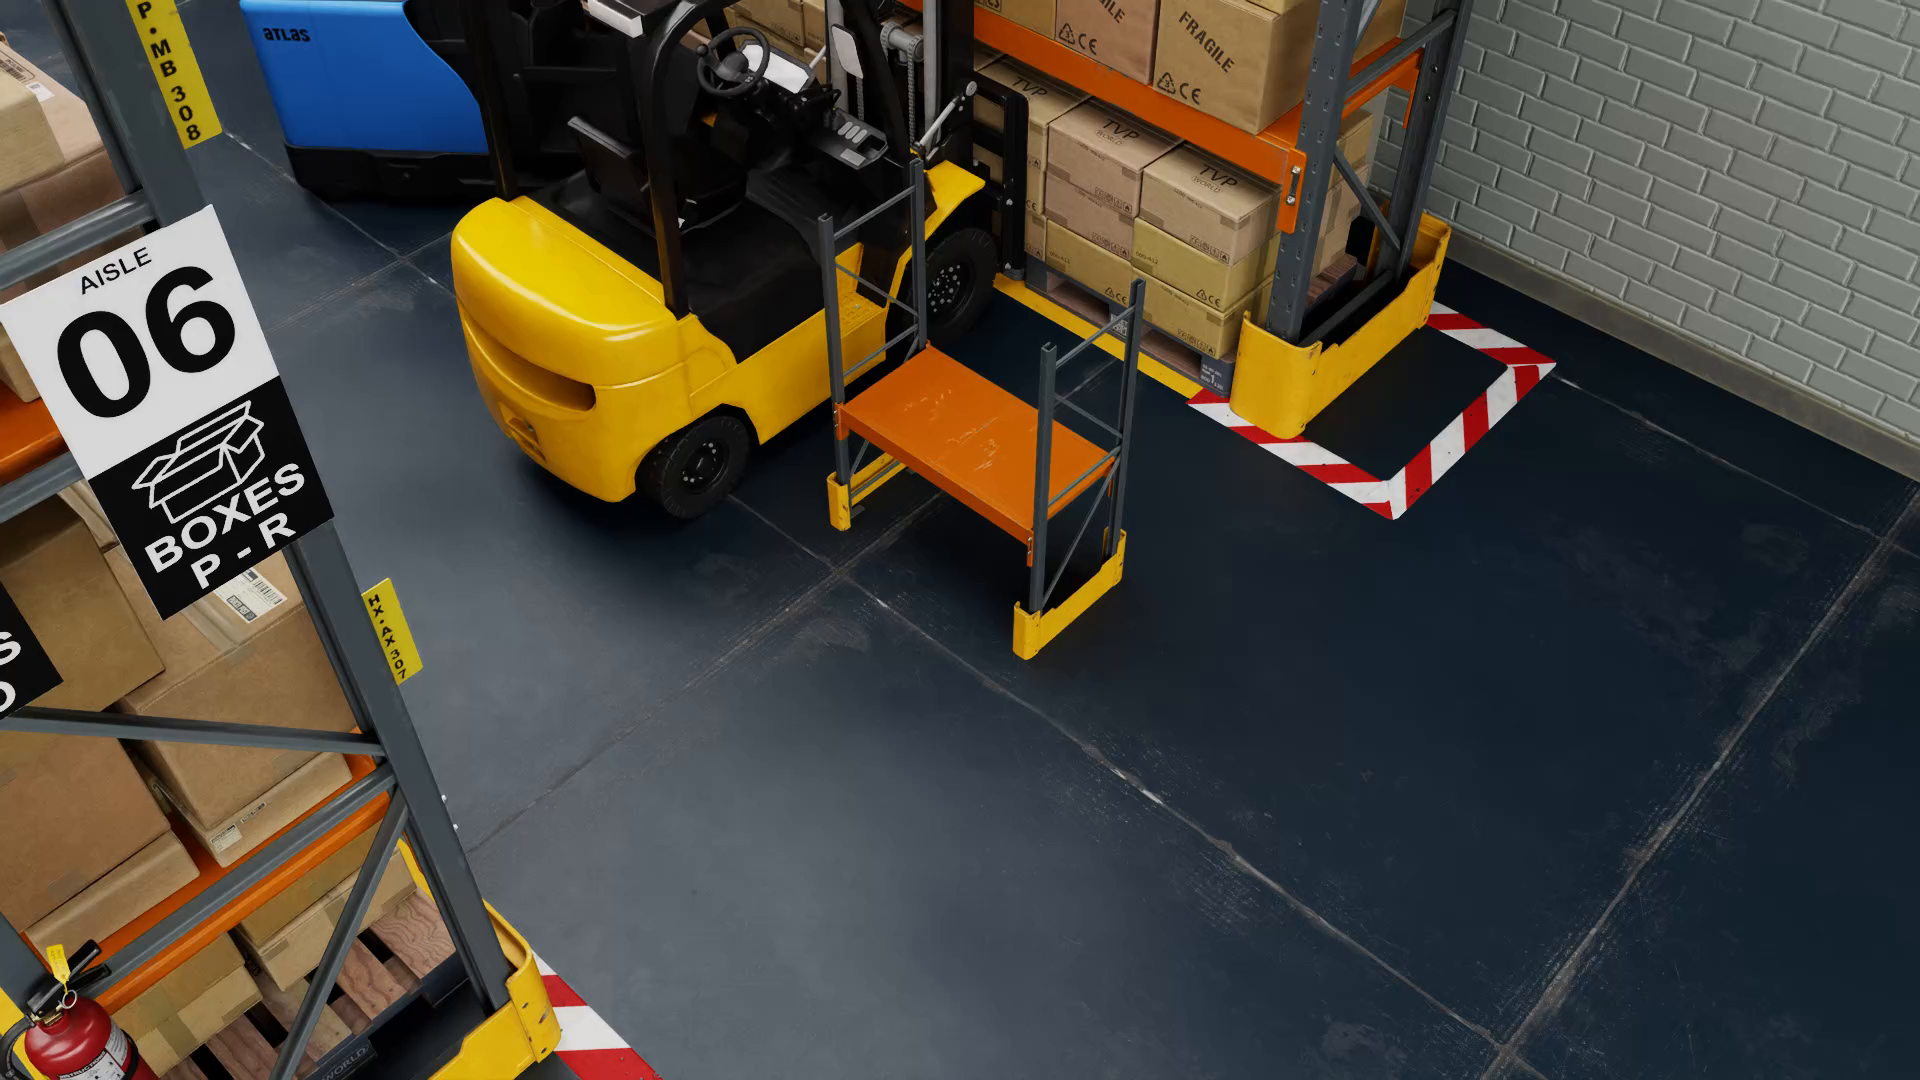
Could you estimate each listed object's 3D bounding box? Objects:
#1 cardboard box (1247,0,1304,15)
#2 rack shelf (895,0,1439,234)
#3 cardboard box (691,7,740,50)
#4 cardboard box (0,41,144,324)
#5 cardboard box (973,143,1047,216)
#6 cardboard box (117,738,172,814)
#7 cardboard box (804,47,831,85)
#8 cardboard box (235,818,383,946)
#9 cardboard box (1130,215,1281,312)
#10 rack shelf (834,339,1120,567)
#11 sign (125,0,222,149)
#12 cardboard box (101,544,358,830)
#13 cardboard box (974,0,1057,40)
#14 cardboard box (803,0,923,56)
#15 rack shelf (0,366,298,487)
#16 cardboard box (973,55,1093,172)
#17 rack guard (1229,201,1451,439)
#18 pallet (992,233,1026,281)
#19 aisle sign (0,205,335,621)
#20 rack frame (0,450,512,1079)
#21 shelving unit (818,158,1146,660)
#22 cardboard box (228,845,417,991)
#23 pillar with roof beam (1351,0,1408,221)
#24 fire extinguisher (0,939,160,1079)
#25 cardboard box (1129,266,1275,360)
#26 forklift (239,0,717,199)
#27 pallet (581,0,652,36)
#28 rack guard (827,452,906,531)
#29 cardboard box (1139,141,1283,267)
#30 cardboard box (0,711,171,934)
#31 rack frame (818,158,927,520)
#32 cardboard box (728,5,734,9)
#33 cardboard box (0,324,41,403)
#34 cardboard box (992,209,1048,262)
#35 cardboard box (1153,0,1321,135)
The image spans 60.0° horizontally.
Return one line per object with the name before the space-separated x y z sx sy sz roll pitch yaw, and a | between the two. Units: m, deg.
cardboard box | 1.215 -2.128 6.177 0.250 0.149 0.380 35 56 28
rack shelf | 0.190 -2.593 7.620 4.000 0.370 1.077 34 55 28
cardboard box | -1.134 -2.797 8.574 0.500 0.250 0.500 34 55 28
cardboard box | -1.893 -0.658 3.151 0.500 0.250 0.500 33 55 27
cardboard box | 0.335 -1.795 7.633 0.500 0.250 0.500 33 55 27
cardboard box | -2.009 0.501 4.394 0.250 0.149 0.380 35 56 28
cardboard box | -0.401 -2.294 8.102 0.500 0.250 0.500 33 55 27
cardboard box | -2.127 0.793 5.031 0.500 0.500 0.500 32 55 27
cardboard box | 1.090 -1.297 7.165 0.500 0.250 0.500 33 55 27
rack shelf | 0.063 -0.348 6.295 1.000 0.185 0.538 34 55 28
sign | -1.337 -0.806 2.792 0.005 0.325 0.100 34 55 28
cardboard box | -1.864 0.292 4.146 0.500 0.500 0.500 33 55 27
cardboard box | 0.368 -2.502 6.973 0.500 0.500 0.500 33 55 27
cardboard box | -0.395 -2.467 7.921 0.500 0.250 0.500 36 56 29
rack shelf | -3.174 -0.958 4.028 4.000 0.370 1.077 34 55 28
cardboard box | 0.353 -1.949 7.435 0.500 0.250 0.500 35 56 28
rack guard | 1.677 -0.983 7.330 0.348 0.500 1.175 34 55 28
pallet | 0.177 -1.855 8.346 1.213 0.211 1.003 34 55 28
aisle sign | -1.449 -0.214 3.110 0.004 0.787 0.394 34 55 28
rack frame | -1.704 0.811 3.931 0.127 3.000 1.000 34 55 28
shelving unit | 0.056 -0.476 6.168 1.083 1.500 0.587 34 55 28
cardboard box | -2.110 1.061 5.294 0.500 0.250 0.500 33 55 27
pillar with roof beam | -1.161 -2.424 2.854 0.400 9.000 9.100 34 55 28
fire extinguisher | -1.933 1.141 3.674 0.183 0.674 0.296 34 55 28
cardboard box | 1.100 -1.116 7.338 0.500 0.250 0.500 34 56 28
forklift | -1.796 -3.020 7.575 3.031 2.935 1.130 3 47 3
pallet | -1.848 -3.217 9.625 1.213 0.211 1.003 34 55 28
rack guard | -0.310 -0.294 6.855 0.087 0.250 0.587 34 55 28
cardboard box | 1.109 -1.455 6.971 0.500 0.250 0.500 36 56 29
cardboard box | -2.290 0.554 3.900 0.500 0.500 0.500 33 55 27
rack frame | -0.311 -0.723 6.400 0.032 1.500 0.500 34 55 28
cardboard box | -1.137 -2.965 8.389 0.500 0.250 0.500 33 55 27
cardboard box | -1.728 -0.468 3.246 0.250 0.149 0.380 34 55 28
cardboard box | 0.379 -1.619 7.810 0.500 0.250 0.500 35 56 28
cardboard box | 1.120 -1.987 6.489 0.500 0.500 0.500 33 55 27
